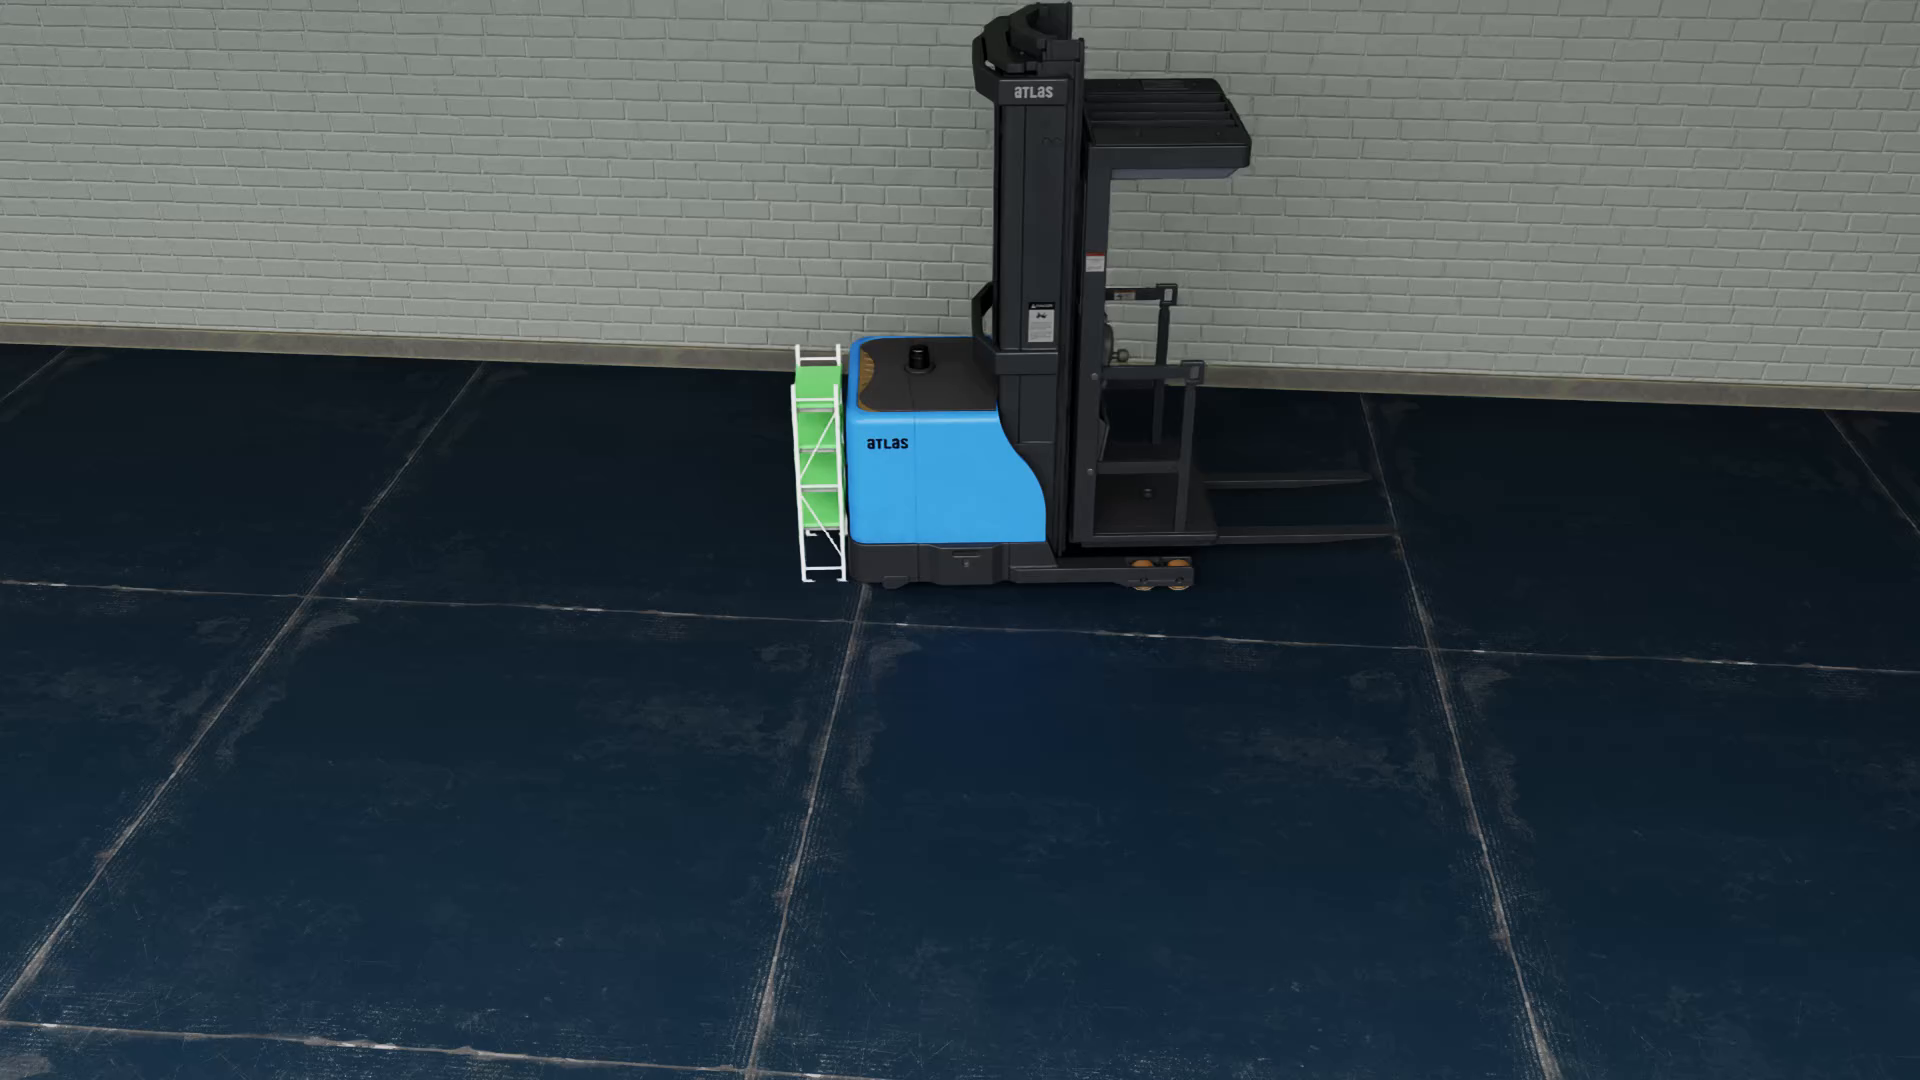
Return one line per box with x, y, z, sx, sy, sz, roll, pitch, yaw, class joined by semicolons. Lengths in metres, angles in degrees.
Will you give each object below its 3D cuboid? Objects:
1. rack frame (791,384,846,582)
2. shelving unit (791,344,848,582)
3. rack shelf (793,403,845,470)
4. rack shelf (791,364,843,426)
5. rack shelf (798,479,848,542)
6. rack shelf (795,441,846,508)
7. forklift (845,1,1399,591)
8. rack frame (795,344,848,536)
-0.748;-0.286;8.850;0.240;1.200;0.015;-1;32;-2;rack frame
-0.757;-0.413;9.058;0.258;1.200;0.503;-1;32;-2;shelving unit
-0.757;-0.563;8.965;0.258;0.148;0.480;-1;32;-2;rack shelf
-0.757;-0.768;8.839;0.258;0.148;0.480;-1;32;-2;rack shelf
-0.757;-0.155;9.217;0.258;0.148;0.480;-1;32;-2;rack shelf
-0.757;-0.359;9.091;0.258;0.148;0.480;-1;32;-2;rack shelf
0.897;-1.249;8.763;3.031;2.935;1.130;-1;32;-1;forklift
-0.766;-0.541;9.265;0.240;1.200;0.015;-1;32;-2;rack frame
